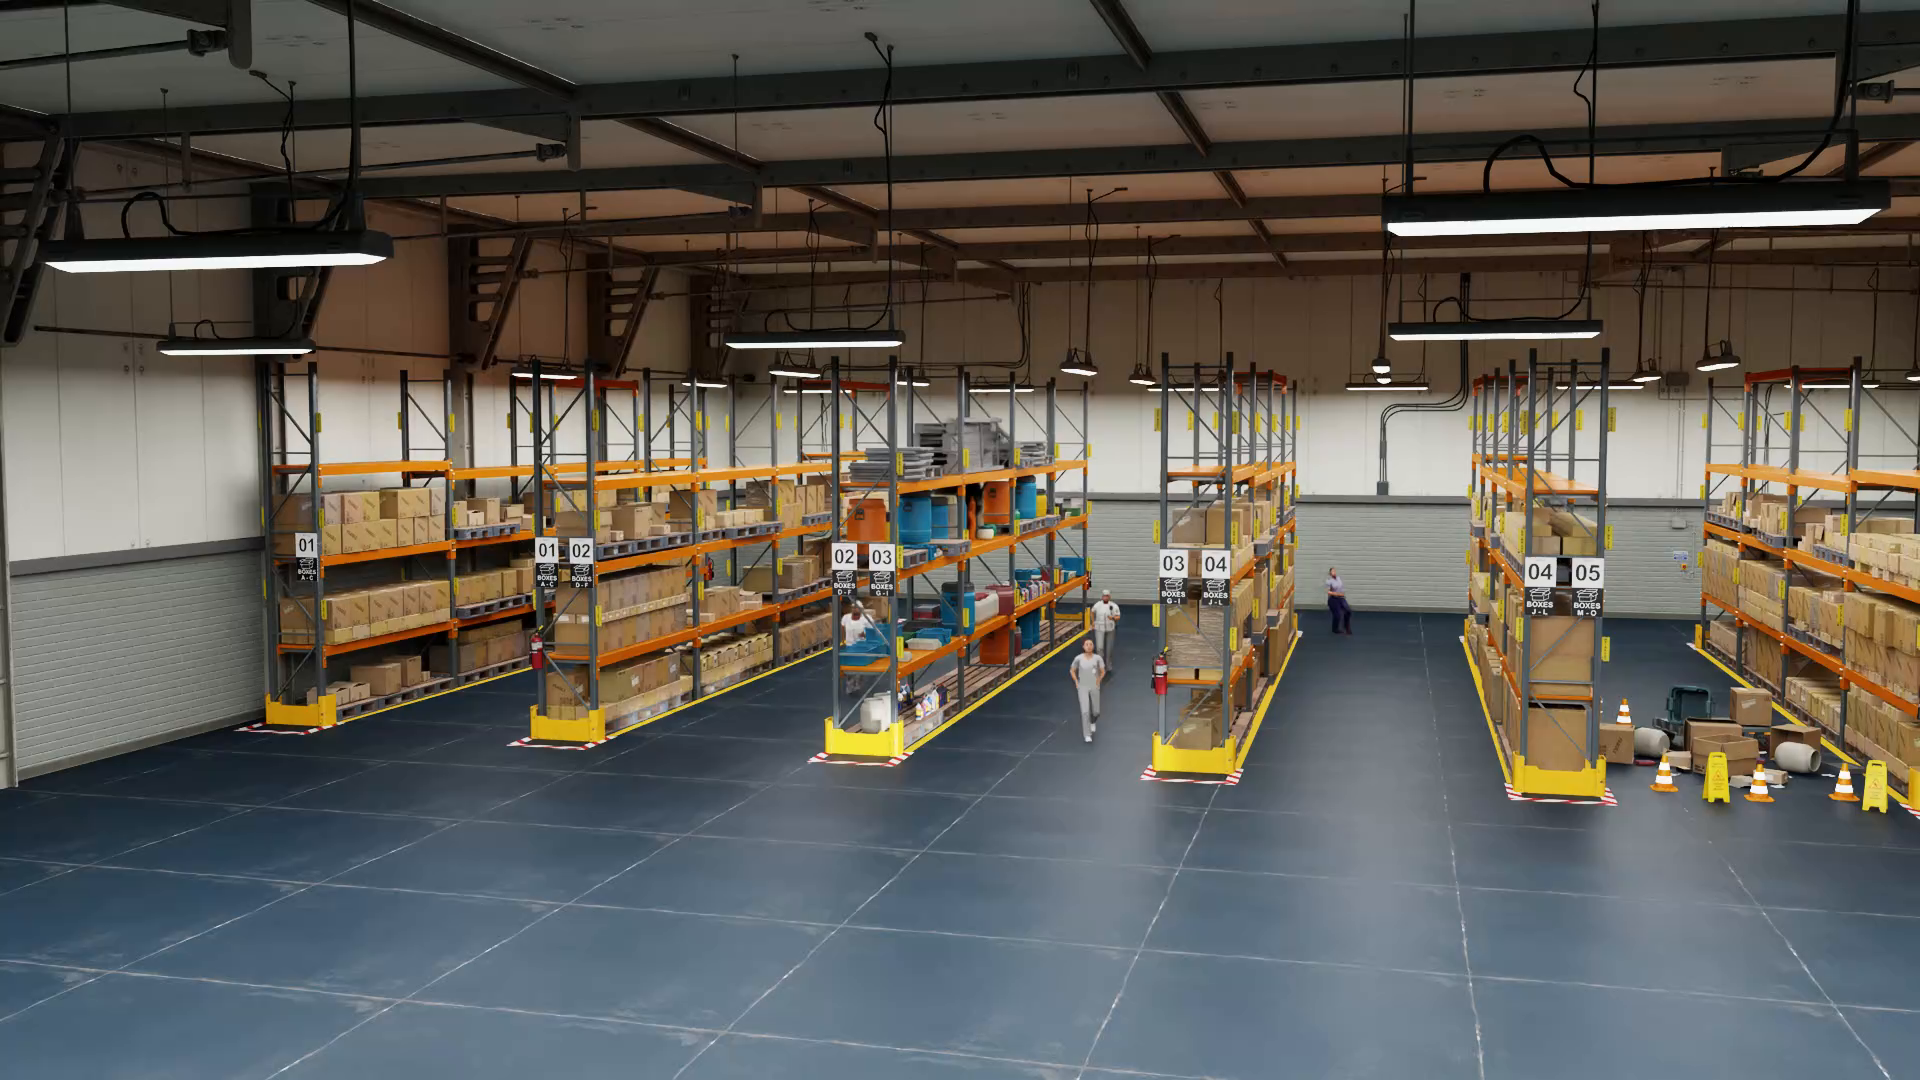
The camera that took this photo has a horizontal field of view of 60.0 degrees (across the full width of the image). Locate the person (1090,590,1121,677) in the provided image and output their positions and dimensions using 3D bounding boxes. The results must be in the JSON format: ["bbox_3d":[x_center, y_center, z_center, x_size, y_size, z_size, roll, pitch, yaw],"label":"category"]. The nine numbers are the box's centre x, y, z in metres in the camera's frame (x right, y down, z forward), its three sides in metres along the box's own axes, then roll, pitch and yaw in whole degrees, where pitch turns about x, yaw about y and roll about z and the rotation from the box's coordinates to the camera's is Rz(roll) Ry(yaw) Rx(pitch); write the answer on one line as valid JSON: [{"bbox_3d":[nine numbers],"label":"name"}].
[{"bbox_3d":[2.896,1.835,33.115,0.590,1.709,0.844,0,4,3],"label":"person"}]

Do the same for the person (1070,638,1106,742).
[{"bbox_3d":[2.014,2.349,26.236,0.565,1.610,0.646,0,4,1],"label":"person"}]

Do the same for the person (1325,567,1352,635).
[{"bbox_3d":[8.861,1.439,39.098,0.616,1.585,0.657,-2,4,-23],"label":"person"}]

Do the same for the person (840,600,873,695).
[{"bbox_3d":[-1.906,1.976,30.631,0.683,1.756,0.740,0,4,7],"label":"person"}]
